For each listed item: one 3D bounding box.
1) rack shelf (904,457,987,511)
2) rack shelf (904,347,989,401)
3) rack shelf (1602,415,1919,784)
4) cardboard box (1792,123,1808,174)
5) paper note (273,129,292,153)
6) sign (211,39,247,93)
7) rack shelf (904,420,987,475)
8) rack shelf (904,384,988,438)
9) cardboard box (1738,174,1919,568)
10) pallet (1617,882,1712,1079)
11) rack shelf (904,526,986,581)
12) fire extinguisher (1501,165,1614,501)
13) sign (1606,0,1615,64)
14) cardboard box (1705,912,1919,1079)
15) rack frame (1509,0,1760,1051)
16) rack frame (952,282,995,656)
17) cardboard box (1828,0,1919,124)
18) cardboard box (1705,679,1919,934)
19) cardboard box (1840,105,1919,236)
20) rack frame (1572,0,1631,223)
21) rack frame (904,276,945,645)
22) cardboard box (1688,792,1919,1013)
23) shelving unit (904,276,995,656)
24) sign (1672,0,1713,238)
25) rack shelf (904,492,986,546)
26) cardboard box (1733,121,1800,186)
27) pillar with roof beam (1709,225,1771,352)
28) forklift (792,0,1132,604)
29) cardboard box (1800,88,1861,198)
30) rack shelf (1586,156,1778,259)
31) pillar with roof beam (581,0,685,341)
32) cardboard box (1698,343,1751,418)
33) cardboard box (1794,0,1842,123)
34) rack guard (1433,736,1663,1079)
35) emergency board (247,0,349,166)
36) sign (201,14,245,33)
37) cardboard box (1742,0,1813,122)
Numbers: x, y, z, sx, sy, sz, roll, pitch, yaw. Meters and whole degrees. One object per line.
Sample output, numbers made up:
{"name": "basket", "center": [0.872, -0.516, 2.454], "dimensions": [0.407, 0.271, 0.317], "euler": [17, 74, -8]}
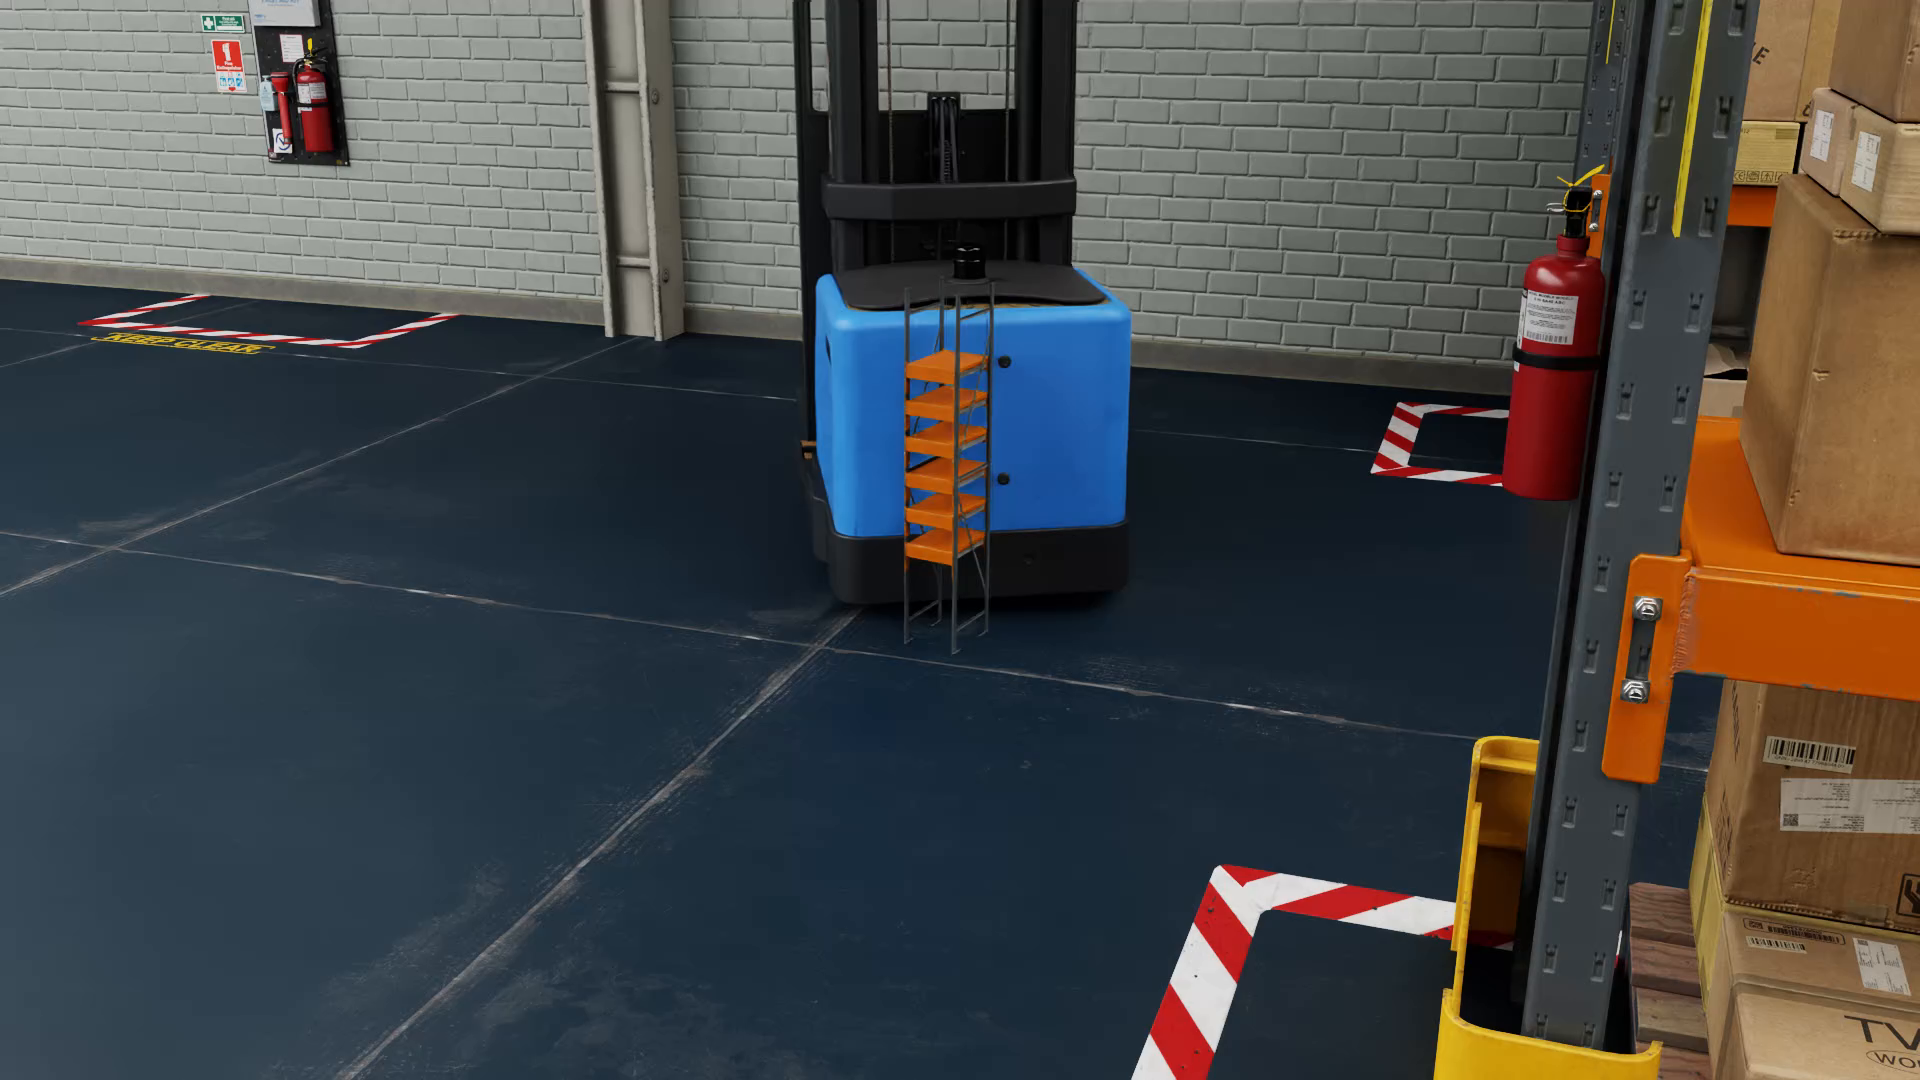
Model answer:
{"name": "rack shelf", "center": [-0.039, -0.192, 5.434], "dimensions": [0.180, 0.103, 0.258], "euler": [11, 22, 27]}
{"name": "rack shelf", "center": [-0.035, -0.531, 5.314], "dimensions": [0.180, 0.103, 0.258], "euler": [11, 22, 27]}
{"name": "rack shelf", "center": [3.062, 0.254, 2.384], "dimensions": [4.000, 0.370, 1.077], "euler": [7, 20, 18]}
{"name": "cardboard box", "center": [3.647, -1.578, 6.744], "dimensions": [0.500, 0.250, 0.500], "euler": [6, 20, 16]}
{"name": "paper note", "center": [-4.394, -2.587, 10.780], "dimensions": [0.142, 0.148, 0.016], "euler": [7, 20, 18]}
{"name": "sign", "center": [-4.738, -3.071, 10.776], "dimensions": [0.234, 0.329, 0.001], "euler": [7, 20, 18]}
{"name": "rack shelf", "center": [-0.037, -0.305, 5.394], "dimensions": [0.180, 0.103, 0.258], "euler": [11, 22, 27]}
{"name": "rack shelf", "center": [-0.036, -0.418, 5.354], "dimensions": [0.180, 0.103, 0.258], "euler": [11, 22, 27]}
{"name": "cardboard box", "center": [1.610, -0.295, 2.713], "dimensions": [0.500, 0.500, 0.700], "euler": [7, 20, 18]}
{"name": "pallet", "center": [1.909, 1.084, 3.145], "dimensions": [1.213, 0.211, 1.003], "euler": [7, 20, 18]}
{"name": "rack shelf", "center": [-0.042, 0.035, 5.514], "dimensions": [0.180, 0.103, 0.258], "euler": [11, 22, 27]}
{"name": "fire extinguisher", "center": [1.214, -0.423, 3.349], "dimensions": [0.183, 0.674, 0.296], "euler": [7, 20, 18]}
{"name": "sign", "center": [2.617, -2.083, 6.679], "dimensions": [0.005, 0.325, 0.100], "euler": [7, 20, 18]}
{"name": "cardboard box", "center": [1.607, 0.925, 2.904], "dimensions": [0.500, 0.250, 0.500], "euler": [7, 20, 18]}
{"name": "rack frame", "center": [1.173, -0.302, 2.885], "dimensions": [0.127, 3.000, 1.000], "euler": [7, 20, 18]}
{"name": "rack frame", "center": [0.041, -0.218, 5.377], "dimensions": [0.006, 1.200, 0.240], "euler": [11, 22, 27]}
{"name": "cardboard box", "center": [1.660, -0.902, 2.483], "dimensions": [0.500, 0.500, 0.700], "euler": [7, 20, 18]}
{"name": "cardboard box", "center": [1.777, 0.409, 3.245], "dimensions": [0.500, 0.500, 0.500], "euler": [7, 20, 18]}
{"name": "cardboard box", "center": [1.473, -0.546, 2.448], "dimensions": [0.250, 0.149, 0.380], "euler": [6, 20, 18]}
{"name": "rack frame", "center": [2.795, -1.843, 7.305], "dimensions": [0.127, 3.000, 1.000], "euler": [7, 20, 18]}
{"name": "rack frame", "center": [-0.118, -0.250, 5.461], "dimensions": [0.006, 1.200, 0.240], "euler": [11, 22, 27]}
{"name": "cardboard box", "center": [1.776, 0.764, 3.366], "dimensions": [0.500, 0.250, 0.500], "euler": [7, 20, 18]}
{"name": "shelving unit", "center": [-0.038, -0.234, 5.419], "dimensions": [0.189, 1.200, 0.258], "euler": [11, 22, 27]}
{"name": "sign", "center": [0.985, -0.576, 2.237], "dimensions": [0.005, 0.325, 0.100], "euler": [7, 20, 18]}
{"name": "rack shelf", "center": [-0.040, -0.079, 5.474], "dimensions": [0.180, 0.103, 0.258], "euler": [11, 22, 27]}
{"name": "cardboard box", "center": [3.152, -1.630, 6.892], "dimensions": [0.500, 0.250, 0.500], "euler": [6, 20, 16]}
{"name": "pillar with roof beam", "center": [2.327, -3.530, 3.032], "dimensions": [0.400, 9.000, 9.100], "euler": [7, 20, 18]}
{"name": "forklift", "center": [-0.132, -1.608, 6.736], "dimensions": [1.130, 2.935, 3.031], "euler": [-3, 19, -8]}
{"name": "cardboard box", "center": [1.596, -0.673, 2.814], "dimensions": [0.250, 0.149, 0.380], "euler": [6, 20, 17]}
{"name": "rack shelf", "center": [4.684, -1.287, 6.804], "dimensions": [4.000, 0.370, 1.077], "euler": [7, 20, 18]}
{"name": "pillar with roof beam", "center": [-3.340, -4.178, 4.892], "dimensions": [0.400, 9.000, 9.100], "euler": [7, 20, 18]}
{"name": "cardboard box", "center": [3.419, -0.678, 7.381], "dimensions": [0.500, 0.311, 0.500], "euler": [4, 20, 12]}
{"name": "cardboard box", "center": [3.611, -1.934, 6.625], "dimensions": [0.500, 0.500, 0.500], "euler": [7, 20, 18]}
{"name": "rack guard", "center": [1.150, 0.876, 3.304], "dimensions": [0.348, 0.500, 1.175], "euler": [7, 20, 18]}
{"name": "emergency board", "center": [-4.249, -2.963, 10.519], "dimensions": [0.643, 1.169, 0.194], "euler": [7, 20, 18]}
{"name": "sign", "center": [-4.736, -3.318, 10.680], "dimensions": [0.331, 0.109, 0.001], "euler": [7, 20, 18]}
{"name": "cardboard box", "center": [3.147, -1.990, 6.787], "dimensions": [0.500, 0.500, 0.500], "euler": [7, 20, 18]}
